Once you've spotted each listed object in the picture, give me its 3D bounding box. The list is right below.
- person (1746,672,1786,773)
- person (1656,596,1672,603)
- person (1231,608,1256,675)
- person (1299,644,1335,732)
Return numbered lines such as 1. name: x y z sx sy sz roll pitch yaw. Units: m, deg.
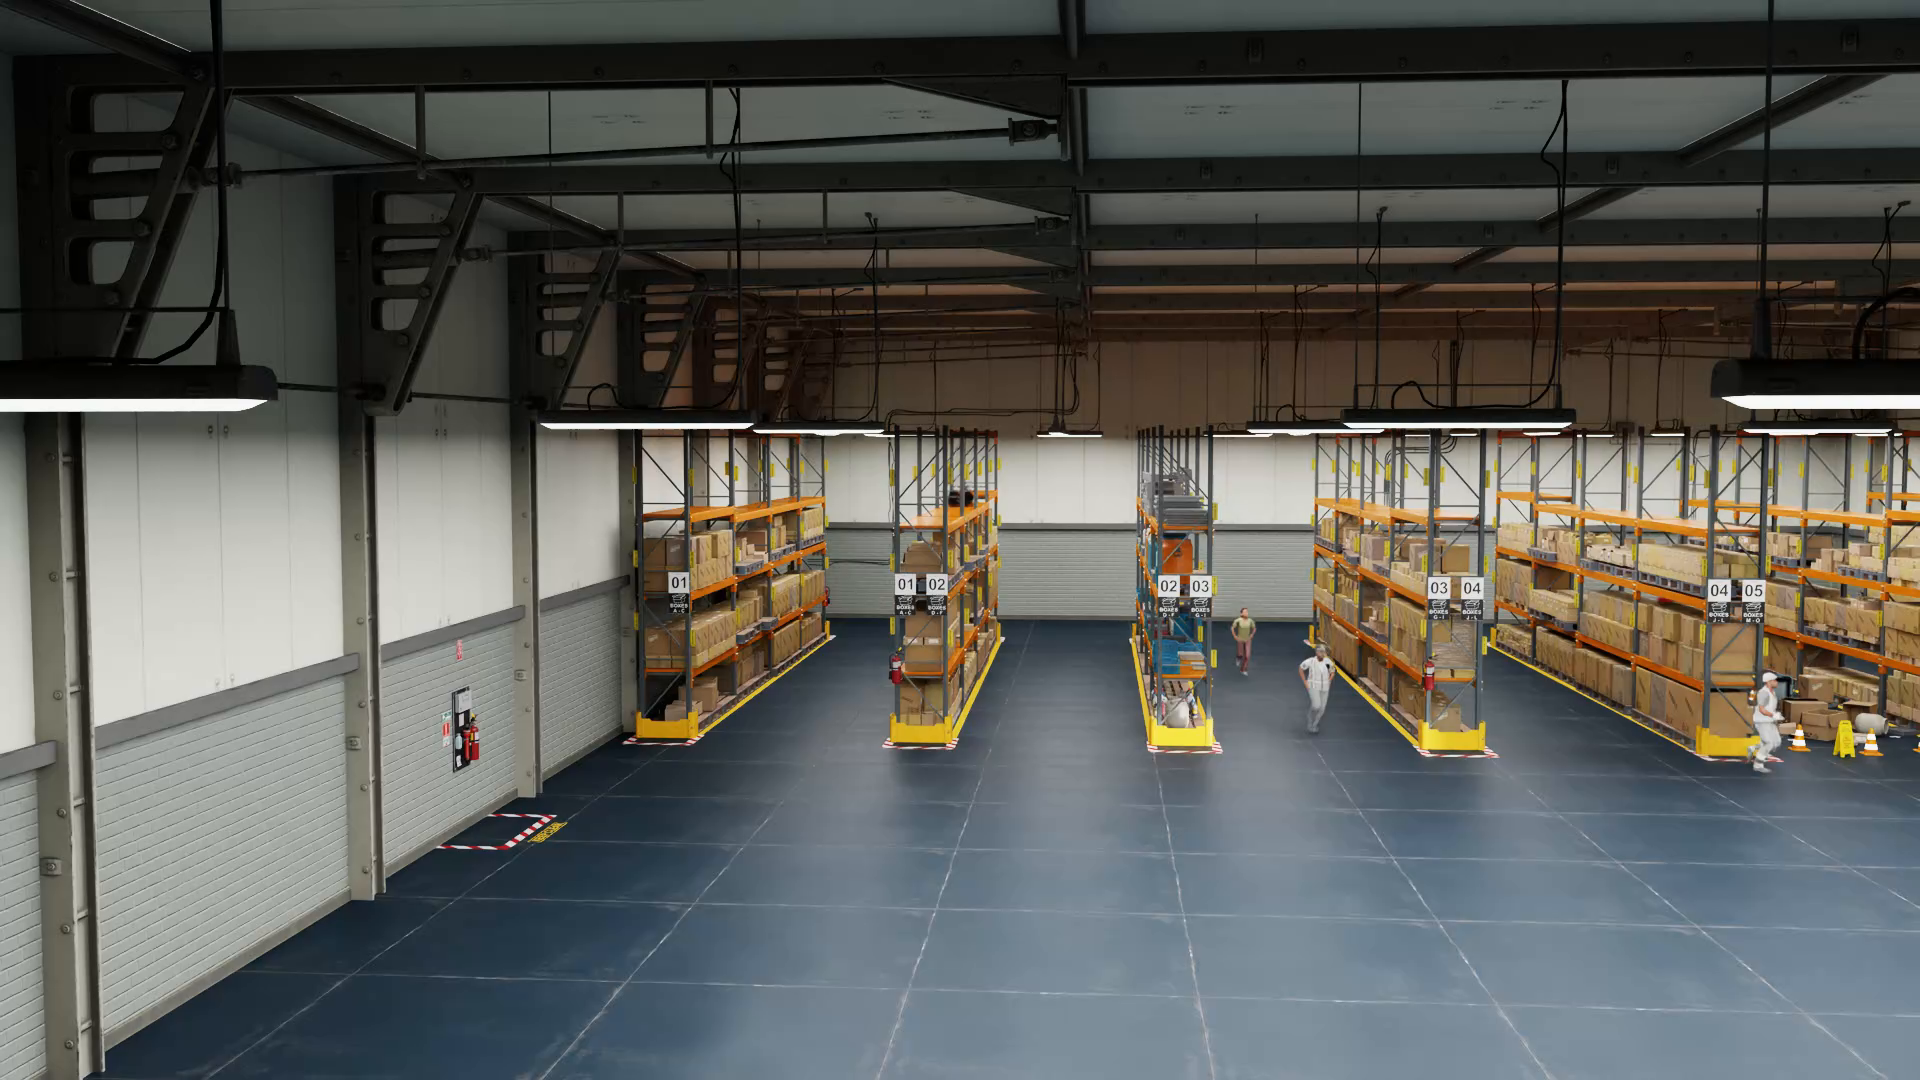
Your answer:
1. person: 13.873 3.135 28.616 0.647 1.735 0.659 3 5 41
2. person: 19.915 2.061 47.178 0.636 1.672 0.686 1 4 14
3. person: 6.950 2.479 40.754 0.596 1.614 0.563 0 3 1
4. person: 7.003 2.890 32.433 0.657 1.738 0.678 -1 3 -11
